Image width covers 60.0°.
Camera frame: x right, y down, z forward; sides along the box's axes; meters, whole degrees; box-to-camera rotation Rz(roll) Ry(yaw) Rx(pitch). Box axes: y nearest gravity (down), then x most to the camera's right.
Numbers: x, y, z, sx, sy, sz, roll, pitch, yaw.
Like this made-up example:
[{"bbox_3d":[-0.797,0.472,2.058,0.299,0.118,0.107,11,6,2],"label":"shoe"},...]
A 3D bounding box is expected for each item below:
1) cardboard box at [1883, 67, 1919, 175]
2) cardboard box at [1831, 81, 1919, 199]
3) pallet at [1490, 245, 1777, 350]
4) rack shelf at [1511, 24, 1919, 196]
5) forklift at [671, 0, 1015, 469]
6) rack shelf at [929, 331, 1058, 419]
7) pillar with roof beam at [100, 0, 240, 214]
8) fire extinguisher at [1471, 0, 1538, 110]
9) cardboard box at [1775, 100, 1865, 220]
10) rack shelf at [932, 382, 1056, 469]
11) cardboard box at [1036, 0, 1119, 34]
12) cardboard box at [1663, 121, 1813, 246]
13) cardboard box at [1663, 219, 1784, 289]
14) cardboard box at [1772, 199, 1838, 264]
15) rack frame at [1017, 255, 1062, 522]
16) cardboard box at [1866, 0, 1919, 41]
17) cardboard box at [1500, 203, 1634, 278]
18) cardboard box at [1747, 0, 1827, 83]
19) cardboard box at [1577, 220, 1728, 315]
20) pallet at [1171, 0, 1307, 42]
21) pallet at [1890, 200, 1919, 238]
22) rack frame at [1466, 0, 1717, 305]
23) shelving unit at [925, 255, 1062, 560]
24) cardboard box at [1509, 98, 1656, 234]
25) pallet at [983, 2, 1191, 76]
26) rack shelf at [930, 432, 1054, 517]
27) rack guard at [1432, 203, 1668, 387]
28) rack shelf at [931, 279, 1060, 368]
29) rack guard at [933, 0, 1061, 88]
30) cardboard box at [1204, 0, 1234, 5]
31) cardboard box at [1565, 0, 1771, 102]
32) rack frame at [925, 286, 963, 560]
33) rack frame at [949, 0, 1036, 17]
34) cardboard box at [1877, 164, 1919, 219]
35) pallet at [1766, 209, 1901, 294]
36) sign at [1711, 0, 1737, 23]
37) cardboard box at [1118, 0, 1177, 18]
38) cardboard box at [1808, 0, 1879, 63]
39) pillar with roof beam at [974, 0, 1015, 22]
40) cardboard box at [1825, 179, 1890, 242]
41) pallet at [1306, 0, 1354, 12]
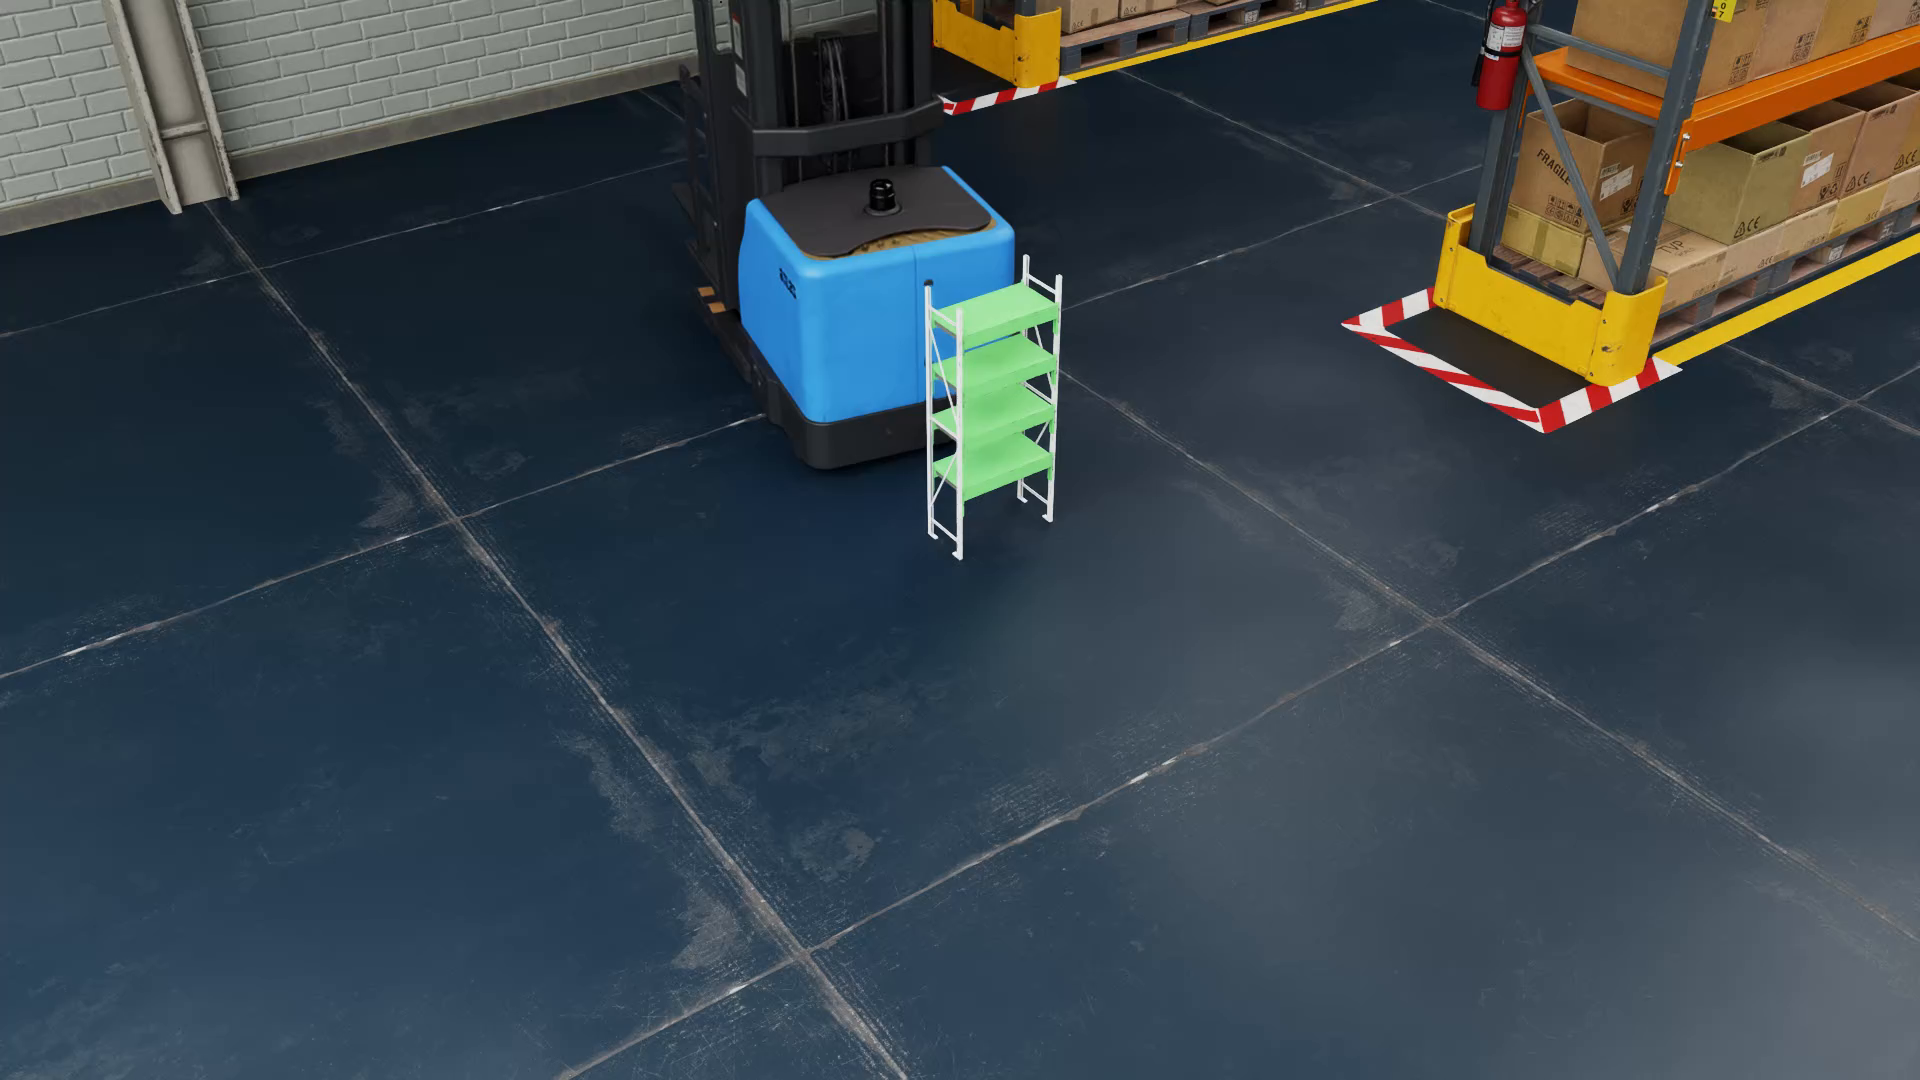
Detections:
[{"bbox_3d":[5.240,-2.426,9.407,0.500,0.500,0.500,-22,41,-28],"label":"cardboard box"},{"bbox_3d":[4.840,-2.251,9.163,0.500,0.500,0.500,-22,41,-28],"label":"cardboard box"},{"bbox_3d":[3.646,-1.460,9.099,1.213,0.211,1.003,-22,41,-28],"label":"pallet"},{"bbox_3d":[4.680,-2.695,9.044,4.000,0.370,1.077,-22,41,-28],"label":"rack shelf"},{"bbox_3d":[-0.788,-2.367,8.031,1.130,2.935,3.031,-14,38,-19],"label":"forklift"},{"bbox_3d":[0.135,-0.686,6.874,0.480,0.148,0.258,-22,41,-28],"label":"rack shelf"},{"bbox_3d":[-2.162,-3.688,4.671,0.400,9.000,9.100,-22,41,-28],"label":"pillar with roof beam"},{"bbox_3d":[2.681,-2.465,8.175,0.183,0.674,0.296,-22,41,-28],"label":"fire extinguisher"},{"bbox_3d":[4.421,-2.091,8.941,0.500,0.500,0.500,-22,41,-28],"label":"cardboard box"},{"bbox_3d":[0.135,-0.491,7.014,0.480,0.148,0.258,-22,41,-28],"label":"rack shelf"},{"bbox_3d":[0.806,-3.954,12.105,0.500,0.311,0.500,-28,44,-33],"label":"cardboard box"},{"bbox_3d":[4.020,-1.916,8.699,0.500,0.500,0.500,-22,41,-28],"label":"cardboard box"},{"bbox_3d":[4.019,-1.613,8.919,0.500,0.250,0.500,-22,41,-28],"label":"cardboard box"},{"bbox_3d":[4.427,-1.781,9.152,0.500,0.250,0.500,-22,41,-28],"label":"cardboard box"},{"bbox_3d":[0.335,-0.625,7.091,0.015,1.200,0.240,-22,41,-28],"label":"rack frame"},{"bbox_3d":[4.698,-3.028,8.806,0.500,0.500,0.700,-21,41,-27],"label":"cardboard box"},{"bbox_3d":[3.314,-1.690,9.026,0.500,0.250,0.500,-22,41,-28],"label":"cardboard box"},{"bbox_3d":[3.861,-2.685,8.329,0.500,0.500,0.700,-21,41,-27],"label":"cardboard box"},{"bbox_3d":[3.612,-1.443,8.682,0.500,0.250,0.500,-22,41,-28],"label":"cardboard box"},{"bbox_3d":[1.932,-4.235,12.958,1.213,0.211,1.003,-22,41,-28],"label":"pallet"},{"bbox_3d":[5.641,-2.280,10.240,1.213,0.211,1.003,-22,41,-28],"label":"pallet"},{"bbox_3d":[3.045,-2.314,7.899,0.127,3.000,1.000,-22,41,-28],"label":"rack frame"},{"bbox_3d":[0.135,-0.543,6.977,0.503,1.200,0.258,-22,41,-28],"label":"shelving unit"},{"bbox_3d":[3.312,-1.996,8.809,0.500,0.500,0.500,-22,41,-28],"label":"cardboard box"},{"bbox_3d":[0.935,-3.827,12.391,1.213,0.211,1.003,-22,41,-28],"label":"pallet"},{"bbox_3d":[0.135,-0.296,7.155,0.480,0.148,0.258,-22,41,-28],"label":"rack shelf"},{"bbox_3d":[3.026,-1.292,8.618,0.348,0.500,1.175,-22,41,-28],"label":"rack guard"},{"bbox_3d":[0.135,-0.881,6.734,0.480,0.148,0.258,-22,41,-28],"label":"rack shelf"},{"bbox_3d":[0.251,-3.688,11.950,0.348,0.500,1.175,-22,41,-28],"label":"rack guard"},{"bbox_3d":[1.901,-4.446,12.626,0.500,0.500,0.700,-25,43,-31],"label":"cardboard box"},{"bbox_3d":[3.434,-2.506,8.080,0.500,0.500,0.700,-22,41,-28],"label":"cardboard box"},{"bbox_3d":[-0.064,-0.461,6.863,0.015,1.200,0.240,-22,41,-28],"label":"rack frame"},{"bbox_3d":[0.189,-4.677,11.185,0.127,3.000,1.000,-22,41,-28],"label":"rack frame"},{"bbox_3d":[5.247,-2.115,9.617,0.500,0.250,0.500,-22,41,-28],"label":"cardboard box"},{"bbox_3d":[4.643,-1.868,9.666,1.213,0.211,1.003,-22,41,-28],"label":"pallet"},{"bbox_3d":[3.360,-2.431,7.252,0.005,0.325,0.100,-22,41,-28],"label":"sign"},{"bbox_3d":[1.272,-4.146,12.372,0.500,0.311,0.500,-19,40,-24],"label":"cardboard box"},{"bbox_3d":[4.270,-2.849,8.557,0.500,0.500,0.700,-22,41,-28],"label":"cardboard box"},{"bbox_3d":[2.743,-5.707,7.478,0.400,9.000,9.100,-22,41,-28],"label":"pillar with roof beam"},{"bbox_3d":[4.839,-1.947,9.383,0.500,0.250,0.500,-22,41,-28],"label":"cardboard box"},{"bbox_3d":[2.930,-4.648,13.532,1.213,0.211,1.003,-22,41,-28],"label":"pallet"}]
